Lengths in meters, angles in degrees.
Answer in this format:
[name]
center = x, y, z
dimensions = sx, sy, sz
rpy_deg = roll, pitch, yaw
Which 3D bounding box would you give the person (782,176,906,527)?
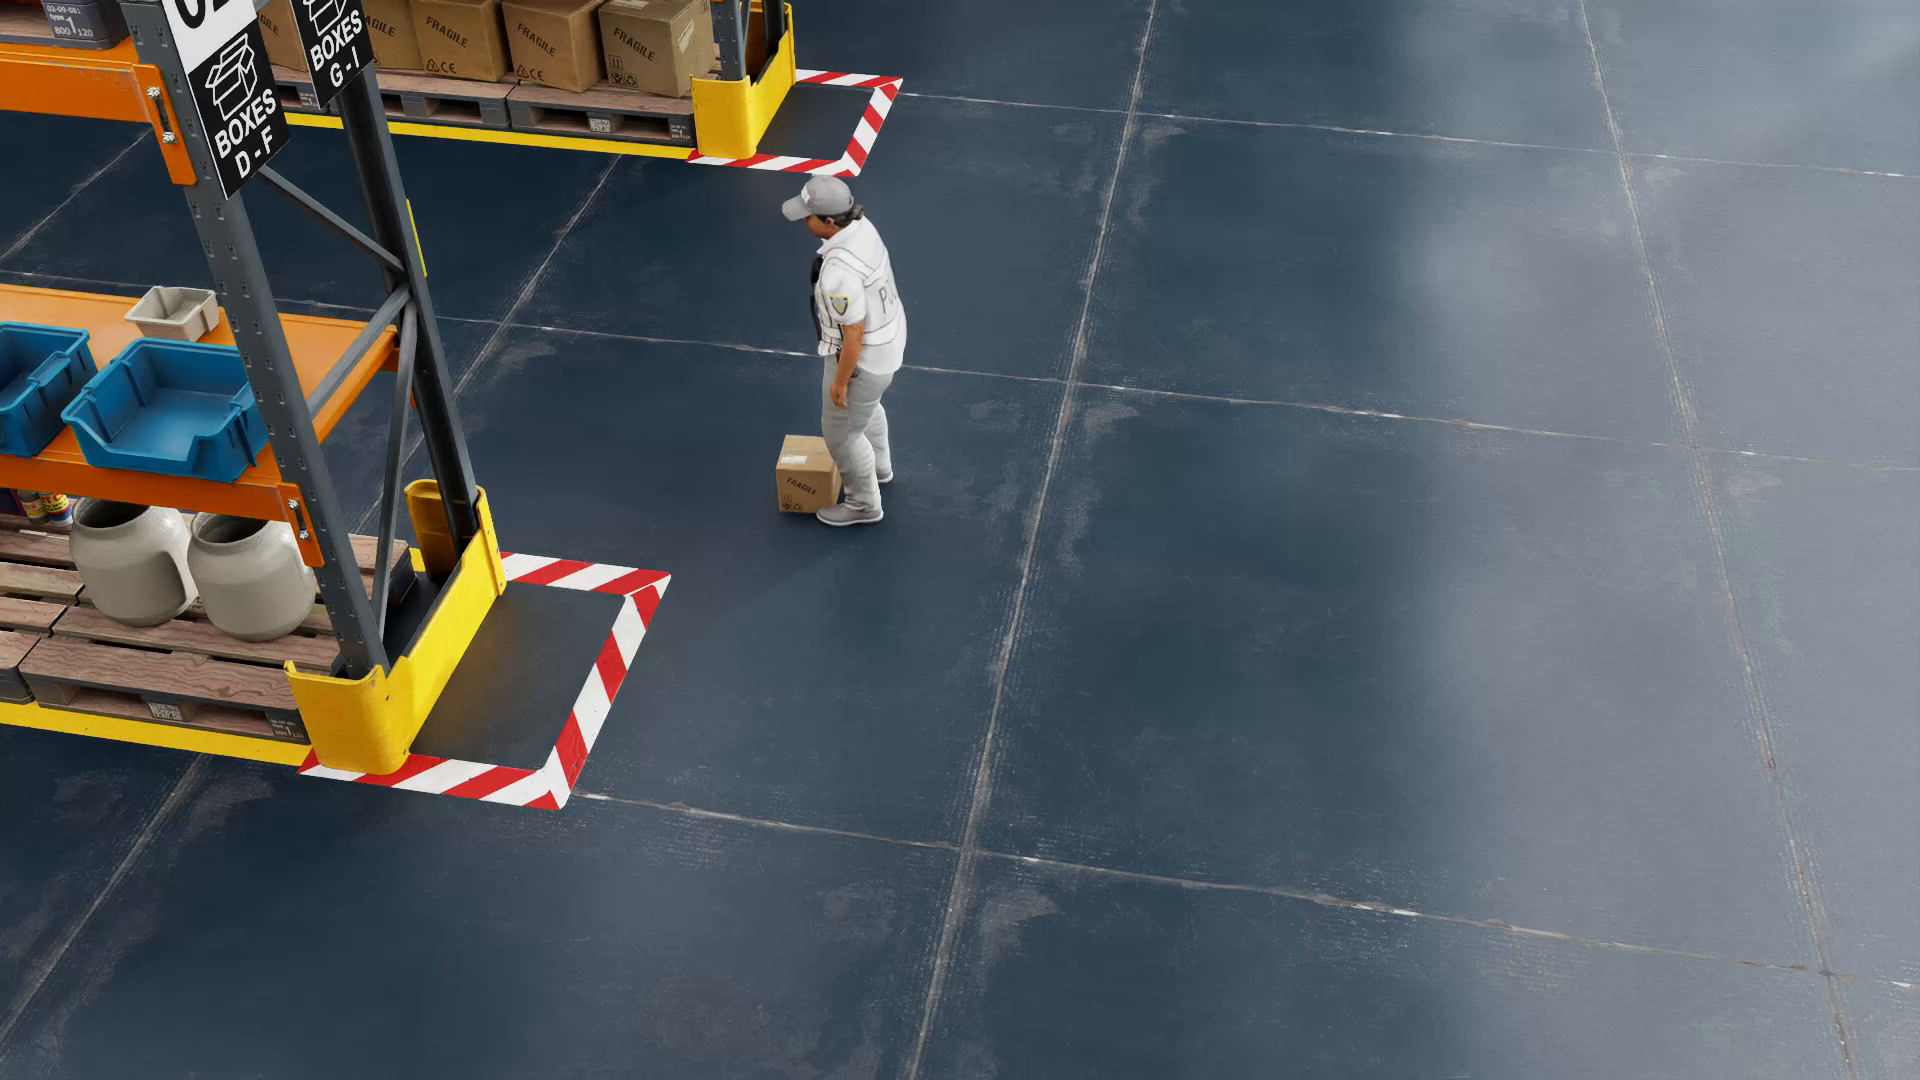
[person]
center = -0.470, -0.810, 7.092
dimensions = 0.469, 1.666, 0.563
rpy_deg = 4, 41, 5
